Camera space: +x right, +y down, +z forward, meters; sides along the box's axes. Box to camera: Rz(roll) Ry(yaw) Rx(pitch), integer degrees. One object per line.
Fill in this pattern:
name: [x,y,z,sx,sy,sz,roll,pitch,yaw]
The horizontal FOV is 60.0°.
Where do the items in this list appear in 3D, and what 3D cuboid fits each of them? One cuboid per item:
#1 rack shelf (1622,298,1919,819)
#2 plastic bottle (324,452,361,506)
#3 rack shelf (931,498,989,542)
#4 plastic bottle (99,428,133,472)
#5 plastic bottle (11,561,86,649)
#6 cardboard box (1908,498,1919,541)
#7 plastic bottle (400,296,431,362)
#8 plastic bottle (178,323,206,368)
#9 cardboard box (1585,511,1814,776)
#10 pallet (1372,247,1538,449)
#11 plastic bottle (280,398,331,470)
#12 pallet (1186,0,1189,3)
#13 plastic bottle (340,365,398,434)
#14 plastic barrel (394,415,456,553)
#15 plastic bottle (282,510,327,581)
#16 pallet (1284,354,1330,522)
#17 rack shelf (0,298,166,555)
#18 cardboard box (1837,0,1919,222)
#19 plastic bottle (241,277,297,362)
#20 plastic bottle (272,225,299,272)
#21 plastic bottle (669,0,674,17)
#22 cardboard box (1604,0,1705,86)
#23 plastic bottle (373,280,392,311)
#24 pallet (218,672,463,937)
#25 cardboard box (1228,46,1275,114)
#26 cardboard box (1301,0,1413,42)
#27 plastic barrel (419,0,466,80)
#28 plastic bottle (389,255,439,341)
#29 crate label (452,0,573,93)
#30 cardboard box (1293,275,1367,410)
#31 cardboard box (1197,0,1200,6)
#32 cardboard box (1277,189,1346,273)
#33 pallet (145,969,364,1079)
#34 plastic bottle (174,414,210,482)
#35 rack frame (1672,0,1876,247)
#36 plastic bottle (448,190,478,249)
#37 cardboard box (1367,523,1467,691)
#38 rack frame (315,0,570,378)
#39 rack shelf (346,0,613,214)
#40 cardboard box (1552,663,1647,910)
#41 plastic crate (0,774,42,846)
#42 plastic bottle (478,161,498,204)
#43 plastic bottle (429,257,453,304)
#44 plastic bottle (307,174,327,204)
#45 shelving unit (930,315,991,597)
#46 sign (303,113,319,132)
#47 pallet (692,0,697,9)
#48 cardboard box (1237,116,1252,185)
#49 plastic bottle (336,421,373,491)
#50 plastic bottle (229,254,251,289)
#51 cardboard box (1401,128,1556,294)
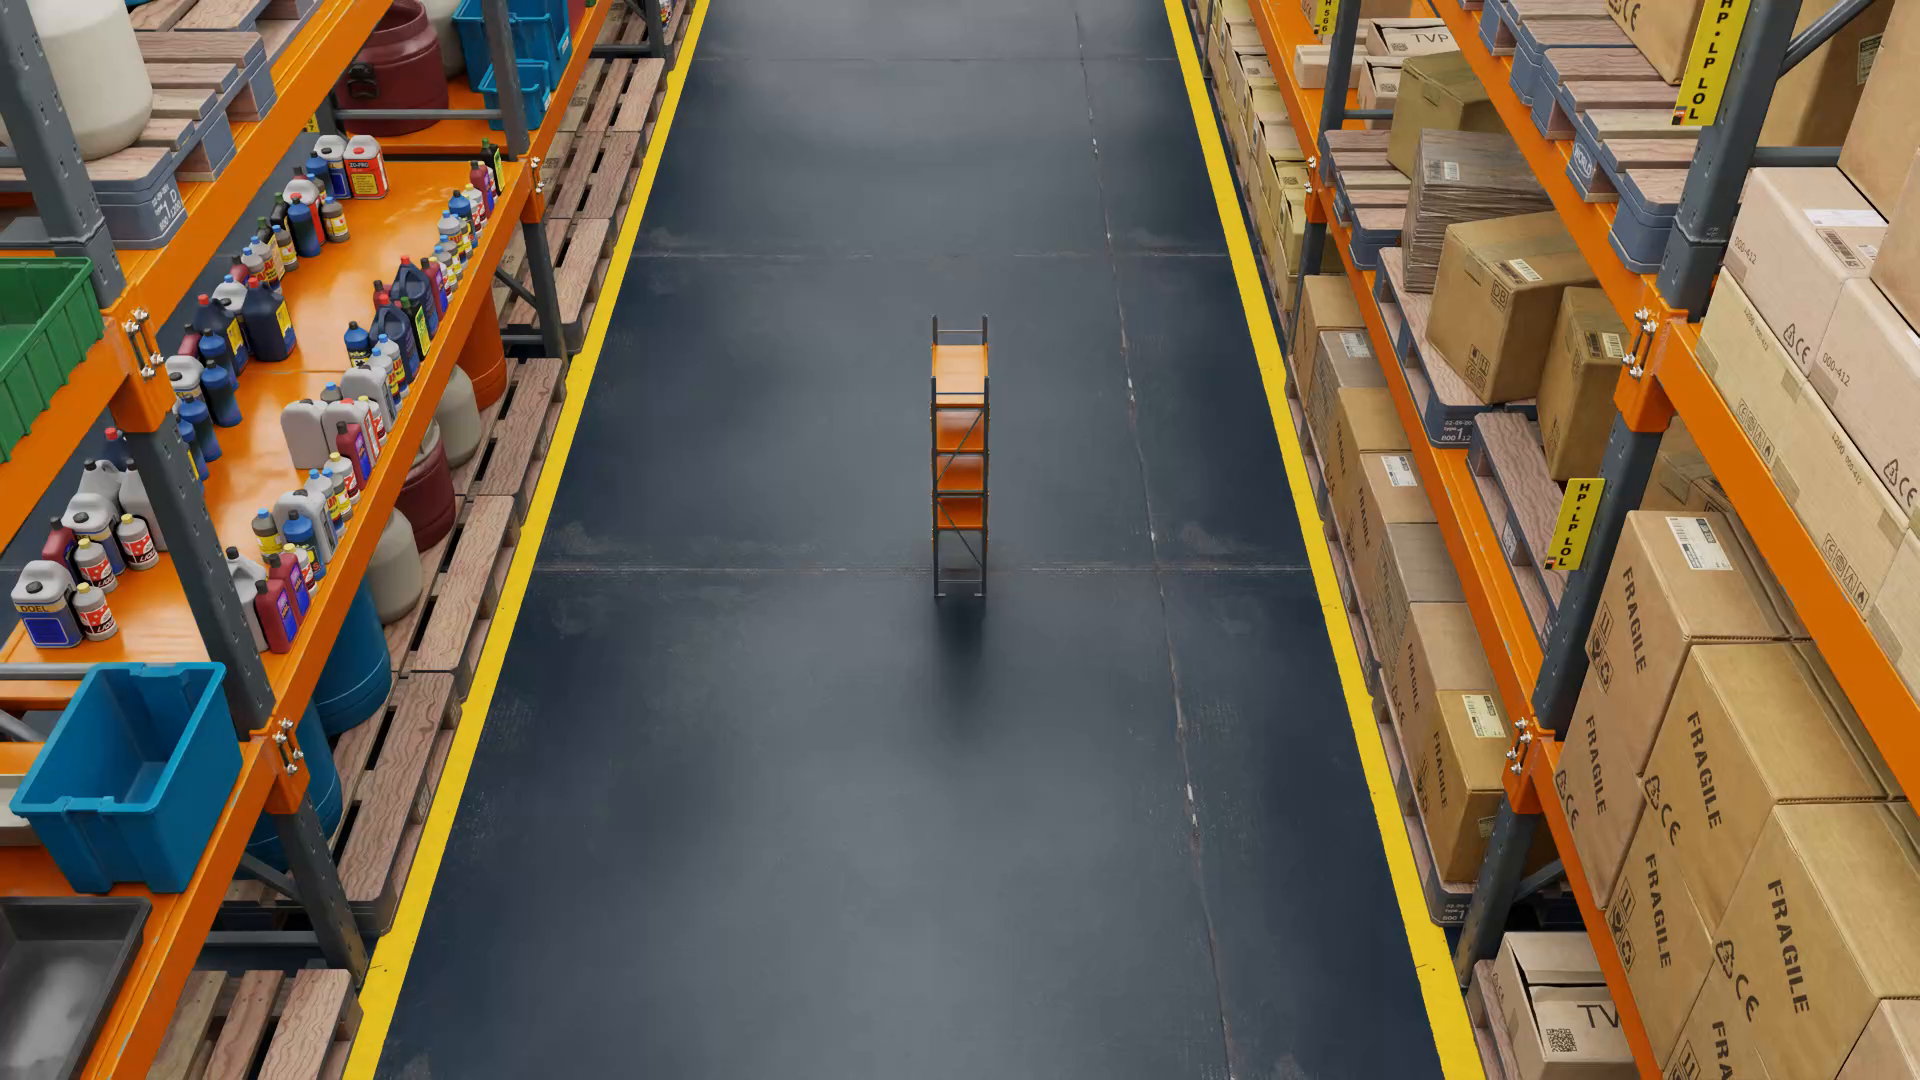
rack shelf: [2.301,0.768,2.815,1.077,0.370,4.000,0,39,0]
plastic bottle: [-2.247,-0.227,6.039,0.097,0.201,0.097,0,39,0]
rack shelf: [0.000,-0.157,7.657,0.258,0.148,0.480,0,39,0]
plastic bottle: [-2.983,-0.263,5.964,0.144,0.351,0.185,0,39,0]
plastic bottle: [-2.978,0.210,5.433,0.152,0.276,0.135,0,39,0]
cardboard box: [2.042,0.030,2.881,0.500,0.250,0.500,0,39,0]
plastic bottle: [-2.230,-0.881,6.790,0.061,0.283,0.133,0,39,0]
plastic bottle: [-3.026,-0.710,6.576,0.061,0.283,0.133,0,39,0]
cardboard box: [2.018,0.273,4.377,0.500,0.500,0.500,1,39,1]
pallet: [2.301,-0.803,6.753,1.003,0.211,1.213,0,39,0]
plastic bottle: [-2.427,-0.412,6.210,0.152,0.276,0.135,0,39,0]
pallet: [2.326,-4.770,13.779,1.003,0.211,1.213,0,39,0]
plastic bottle: [-2.275,-0.557,6.391,0.152,0.276,0.135,0,39,0]
plastic barrel: [-2.640,-0.304,7.569,0.600,0.588,0.708,0,39,0]
plastic bottle: [-2.247,0.012,5.684,0.097,0.271,0.097,0,39,0]
pallet: [2.257,-0.539,8.500,1.003,0.211,1.213,0,39,0]
rack shelf: [-2.652,0.769,2.814,1.077,0.370,4.000,0,39,0]
cardboard box: [2.338,-0.889,3.428,0.700,0.500,0.500,0,39,0]
plastic bottle: [-2.832,-0.920,6.785,0.144,0.351,0.185,0,39,0]
plastic bottle: [-3.008,-1.299,7.377,0.097,0.201,0.097,0,39,0]
plastic bottle: [-2.254,-4.105,12.546,0.152,0.276,0.135,1,39,2]
cardboard box: [2.348,-1.738,4.872,0.600,0.600,0.600,0,39,-1]
plastic bottle: [-2.375,-0.964,6.894,0.061,0.283,0.133,0,39,0]
pallet: [-2.614,1.014,6.562,1.003,0.211,1.213,0,39,0]
cardboard box: [2.038,-3.010,10.768,0.500,0.311,0.500,-1,39,-2]
cardboard box: [2.276,-3.183,9.488,0.500,0.500,0.500,-2,39,-2]
plastic barrel: [-2.874,-2.780,8.976,0.421,0.512,0.421,0,39,0]
plastic bottle: [-2.272,-1.007,6.893,0.144,0.351,0.185,0,39,0]
crate label: [-2.390,-2.728,8.973,0.502,0.435,0.616,0,39,0]
cardboard box: [2.009,-1.006,8.499,0.500,0.500,0.500,2,39,2]
cardboard box: [2.080,-4.289,12.812,0.500,0.250,0.500,0,39,0]
cardboard box: [2.047,-1.731,9.172,0.500,0.311,0.500,1,39,1]
pallet: [-2.615,1.956,5.386,1.003,0.211,1.213,0,39,0]
plastic bottle: [-2.855,-0.343,6.128,0.097,0.271,0.097,0,39,0]
rack frame: [2.299,-1.934,3.213,1.000,3.000,0.127,0,39,0]
plastic bottle: [-2.250,-1.452,7.512,0.097,0.271,0.097,0,39,0]
cardboard box: [2.019,0.280,6.895,0.500,0.500,0.500,0,39,1]
rack frame: [-2.659,-2.093,8.209,1.000,3.000,0.127,0,39,0]
rack shelf: [-2.661,-3.063,9.994,1.077,0.370,4.000,0,39,0]
cardboard box: [2.027,0.687,4.660,0.500,0.500,0.500,1,39,1]
plastic crate: [-2.797,0.779,4.788,0.396,0.136,0.243,0,39,0]
plastic bottle: [-2.250,-1.691,7.866,0.097,0.201,0.097,0,39,0]
plastic bottle: [-2.249,-1.120,7.154,0.097,0.201,0.097,0,39,0]
plastic bottle: [-3.009,-1.611,7.766,0.097,0.201,0.097,0,39,0]
shelving unit: [0.000,-0.365,7.491,0.258,1.200,0.503,0,39,0]
sign: [-3.209,-2.152,8.152,0.100,0.325,0.005,0,39,0]
pallet: [-2.627,-4.691,13.681,1.003,0.211,1.213,0,39,0]
cardboard box: [2.045,-2.473,10.545,0.500,0.250,0.500,1,39,1]
plastic bottle: [-2.229,-0.331,6.103,0.061,0.283,0.133,0,39,0]
plastic bottle: [-3.026,-1.054,7.006,0.061,0.283,0.133,0,39,0]
cardboard box: [2.218,-1.331,6.843,0.700,0.500,0.500,7,39,8]
